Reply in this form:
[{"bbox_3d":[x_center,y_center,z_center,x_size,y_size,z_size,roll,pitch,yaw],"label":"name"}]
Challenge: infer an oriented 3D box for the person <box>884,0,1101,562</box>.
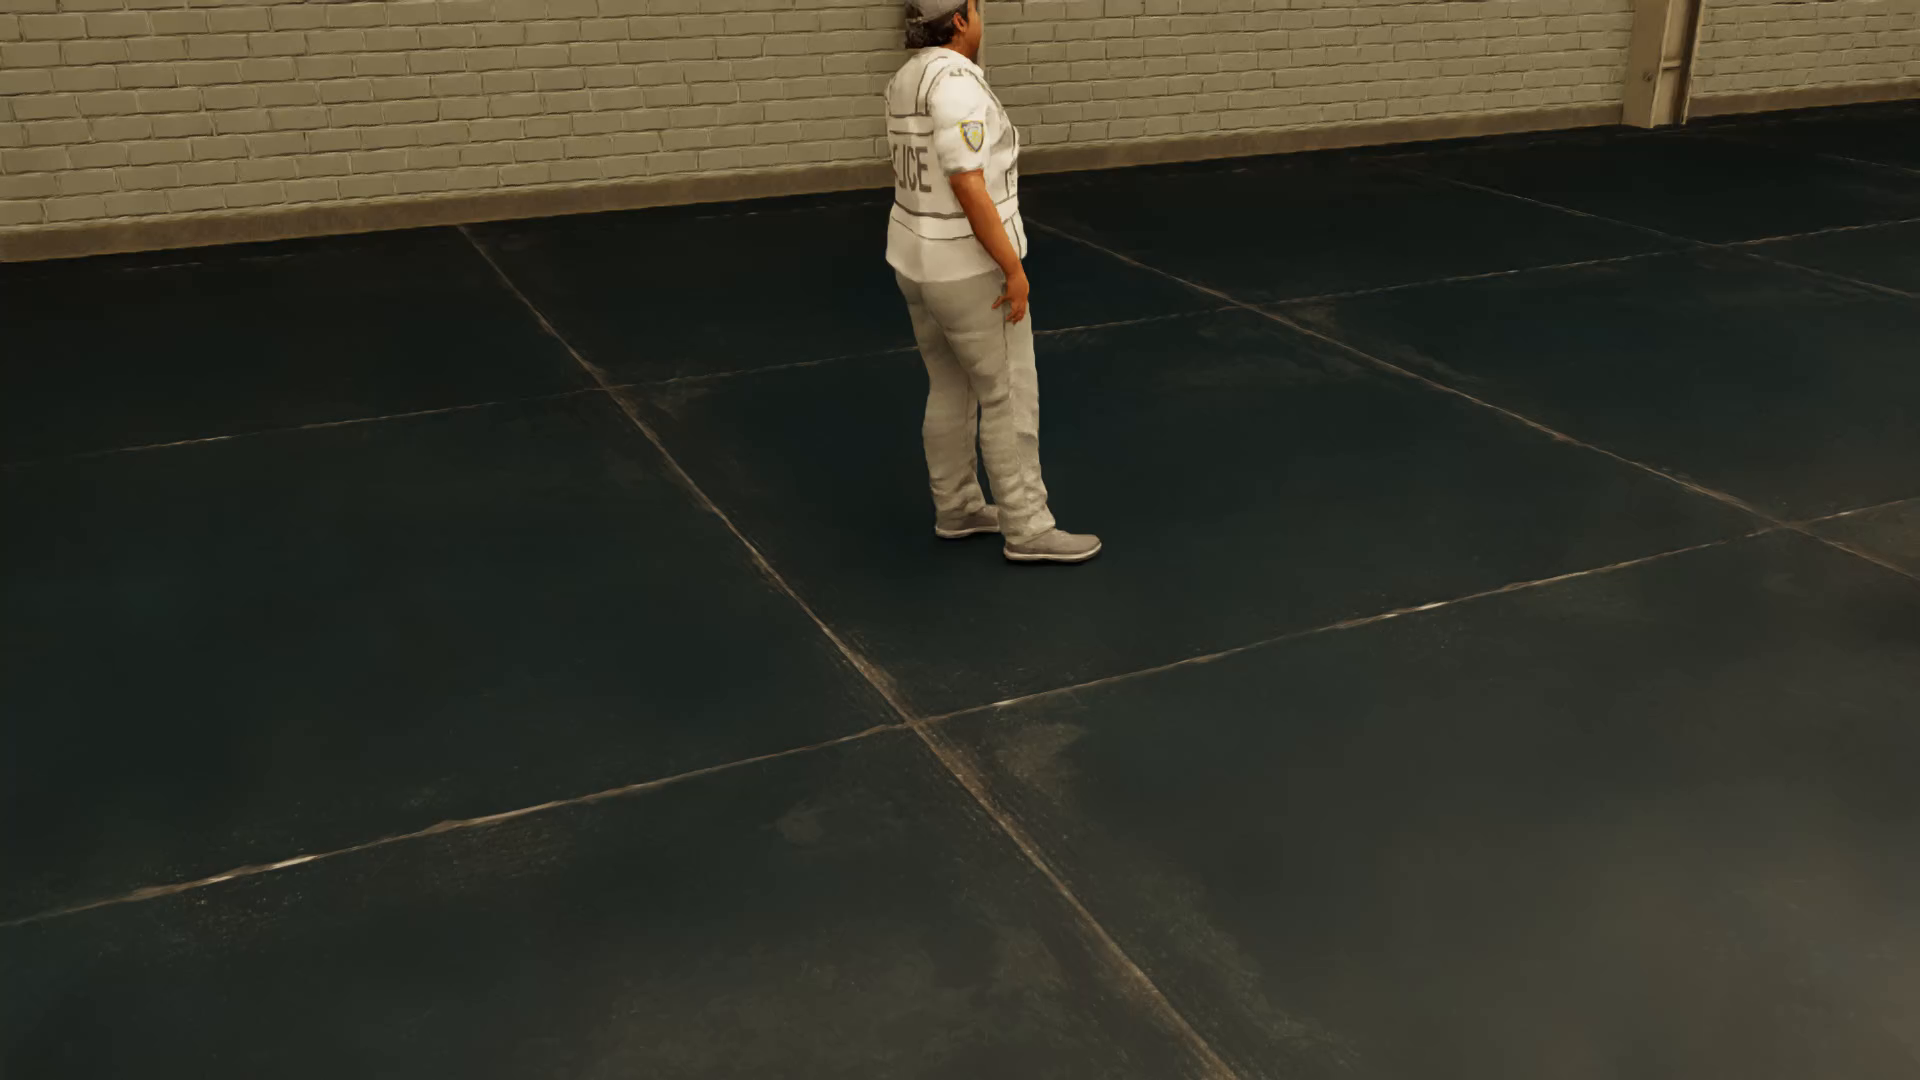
[{"bbox_3d":[0.079,-0.781,4.795,0.529,1.669,0.598,-10,25,-23],"label":"person"}]
